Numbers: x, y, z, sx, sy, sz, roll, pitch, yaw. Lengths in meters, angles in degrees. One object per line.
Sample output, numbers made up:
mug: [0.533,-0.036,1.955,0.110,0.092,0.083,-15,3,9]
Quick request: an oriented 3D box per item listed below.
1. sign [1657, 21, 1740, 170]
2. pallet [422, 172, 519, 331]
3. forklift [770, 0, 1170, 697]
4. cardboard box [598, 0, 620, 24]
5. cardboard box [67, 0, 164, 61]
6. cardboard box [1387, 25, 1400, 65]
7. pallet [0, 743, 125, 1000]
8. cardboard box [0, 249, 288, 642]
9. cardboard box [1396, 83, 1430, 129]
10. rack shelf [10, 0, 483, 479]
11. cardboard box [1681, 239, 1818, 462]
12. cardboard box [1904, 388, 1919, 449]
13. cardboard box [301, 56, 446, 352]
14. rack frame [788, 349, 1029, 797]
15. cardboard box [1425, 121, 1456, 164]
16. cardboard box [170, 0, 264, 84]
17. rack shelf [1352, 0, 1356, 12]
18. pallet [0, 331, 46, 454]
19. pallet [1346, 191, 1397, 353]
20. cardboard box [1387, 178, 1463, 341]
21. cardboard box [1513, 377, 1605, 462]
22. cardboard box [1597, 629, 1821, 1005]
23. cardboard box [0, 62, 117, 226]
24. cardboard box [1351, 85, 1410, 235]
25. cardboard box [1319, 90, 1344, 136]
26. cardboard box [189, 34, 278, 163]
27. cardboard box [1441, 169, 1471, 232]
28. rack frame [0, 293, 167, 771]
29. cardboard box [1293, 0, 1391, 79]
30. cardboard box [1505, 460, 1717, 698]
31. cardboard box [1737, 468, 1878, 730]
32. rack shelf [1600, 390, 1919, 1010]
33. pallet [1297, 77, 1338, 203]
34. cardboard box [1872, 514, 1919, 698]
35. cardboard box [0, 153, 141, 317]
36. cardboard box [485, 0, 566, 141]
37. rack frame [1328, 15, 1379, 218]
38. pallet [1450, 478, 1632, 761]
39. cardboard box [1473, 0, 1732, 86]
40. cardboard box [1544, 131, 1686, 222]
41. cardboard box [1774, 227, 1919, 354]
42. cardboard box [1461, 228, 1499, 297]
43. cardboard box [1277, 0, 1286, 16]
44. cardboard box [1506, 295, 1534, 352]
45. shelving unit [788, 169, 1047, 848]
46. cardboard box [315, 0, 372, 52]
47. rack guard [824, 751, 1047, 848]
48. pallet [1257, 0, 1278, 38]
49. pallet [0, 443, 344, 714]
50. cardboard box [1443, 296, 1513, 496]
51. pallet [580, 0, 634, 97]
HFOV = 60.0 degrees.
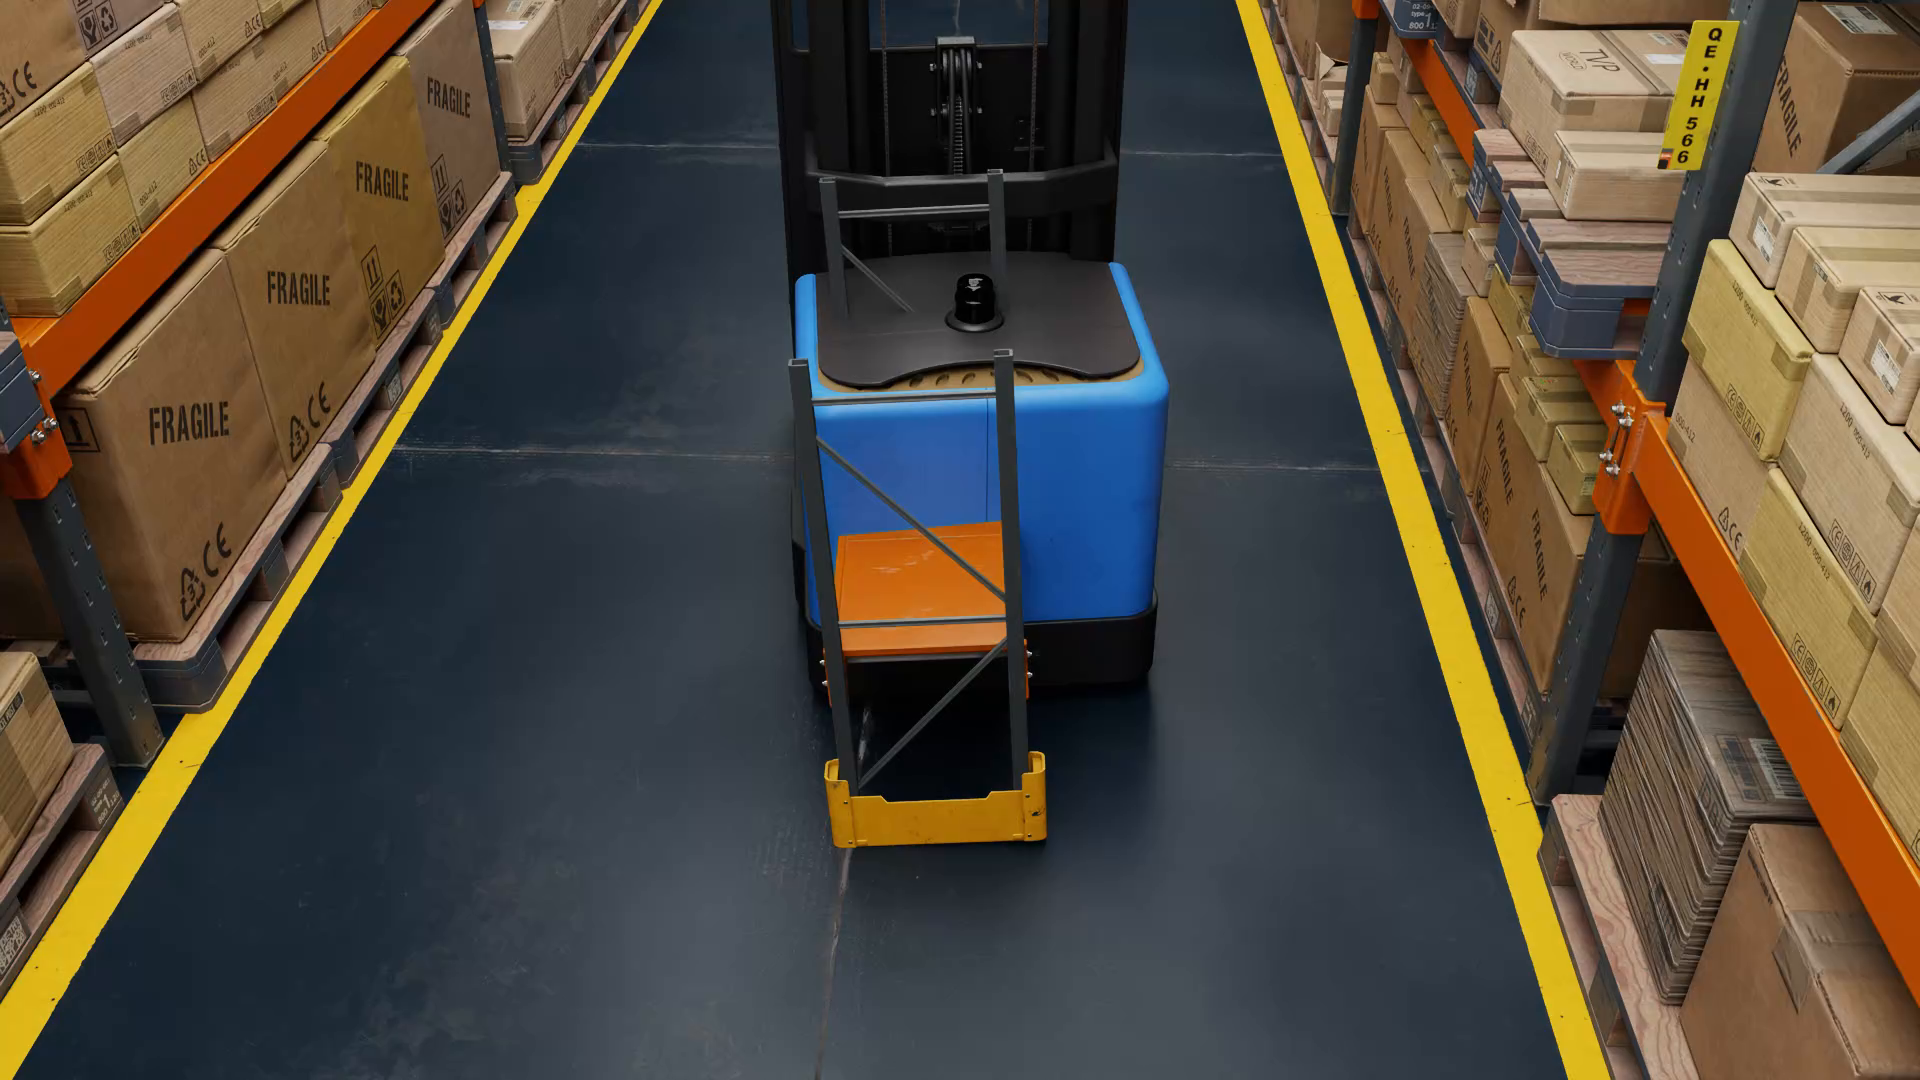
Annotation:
sign: [1.575,-0.944,3.547,0.100,0.325,0.005,1,35,2]
pallet: [-2.637,-1.320,7.445,1.003,0.211,1.213,1,35,2]
forklift: [-0.054,-1.559,5.420,1.130,2.935,3.031,-3,35,-4]
cardboard box: [-2.476,-3.421,9.871,0.875,0.438,0.875,2,35,3]
cardboard box: [-2.567,-1.621,4.492,0.500,0.500,0.500,1,35,2]
cardboard box: [2.059,-2.129,7.156,0.380,0.149,0.250,1,35,1]
pallet: [-2.875,0.982,4.170,1.003,0.211,1.213,1,35,2]
cardboard box: [-2.731,-0.306,5.059,0.875,0.875,0.875,1,35,1]
cardboard box: [2.064,-1.848,7.015,0.380,0.149,0.250,0,35,1]
rack shelf: [-2.762,-1.463,5.849,1.077,0.370,4.000,1,35,2]
cardboard box: [1.831,-0.390,3.392,0.500,0.250,0.500,1,35,2]
cardboard box: [1.819,-0.174,2.737,0.380,0.149,0.250,2,35,2]
cardboard box: [-2.655,-1.332,6.519,0.875,0.875,0.875,2,35,3]
rack frame: [-0.093,0.206,4.130,0.500,1.500,0.032,-2,35,2]
cardboard box: [2.068,-1.542,6.580,0.380,0.149,0.250,1,35,1]
cardboard box: [-2.521,-1.620,5.142,0.500,0.250,0.500,1,35,2]
rack shelf: [2.359,-3.649,8.959,1.077,0.370,4.000,1,35,2]
pallet: [-2.764,-0.118,3.476,1.213,0.211,1.003,1,35,2]
pallet: [2.284,-1.185,7.252,1.003,0.211,1.213,1,35,2]
cardboard box: [1.998,-1.078,6.483,0.500,0.500,0.500,0,35,0]
cardboard box: [1.865,-0.357,4.894,0.380,0.149,0.250,0,35,-1]
cardboard box: [2.079,0.662,3.899,0.875,0.625,0.625,2,35,3]
cardboard box: [-2.575,-1.037,4.312,0.500,0.250,0.500,1,35,2]
cardboard box: [2.034,-1.670,7.327,0.500,0.500,0.500,3,35,4]
cardboard box: [2.008,-2.126,8.281,0.380,0.149,0.250,0,35,0]
cardboard box: [-2.541,-1.419,5.291,0.500,0.250,0.500,2,35,3]
cardboard box: [2.009,-1.257,6.174,0.380,0.149,0.250,3,35,4]
rack frame: [-2.842,-0.608,4.007,1.000,3.000,0.127,1,35,2]
cardboard box: [2.205,-2.805,8.942,0.700,0.500,0.500,0,35,0]
cardboard box: [1.920,0.107,4.797,0.500,0.500,0.500,2,35,3]
cardboard box: [1.831,0.104,3.124,0.500,0.250,0.500,1,35,1]
rack shelf: [2.038,0.948,2.419,1.077,0.370,4.000,1,35,2]
pallet: [2.307,-2.048,8.480,1.003,0.211,1.213,1,35,2]
cardboard box: [1.796,0.198,2.555,0.500,0.250,0.500,0,35,1]
cardboard box: [-2.571,-0.822,4.442,0.500,0.250,0.500,1,35,1]
cardboard box: [-2.549,-2.388,8.402,0.875,0.438,0.875,1,35,1]
rack frame: [2.279,-2.794,7.117,1.000,3.000,0.127,1,35,2]
pallet: [2.186,0.217,5.258,1.003,0.211,1.213,1,35,2]
cardboard box: [1.999,-1.652,5.037,0.797,0.503,0.637,1,35,1]
cardboard box: [1.761,-0.951,4.348,0.380,0.149,0.250,2,35,3]
cardboard box: [1.801,-0.472,3.162,0.380,0.149,0.250,2,35,3]
cardboard box: [1.966,-0.961,5.753,0.380,0.149,0.250,0,35,0]
cardboard box: [2.247,-3.402,9.790,0.700,0.500,0.500,3,35,4]
cardboard box: [1.975,-0.658,5.323,0.380,0.149,0.250,2,35,3]
shelving unit: [-0.094,-0.092,4.553,0.587,1.500,1.083,-2,35,2]
cardboard box: [-2.508,-1.999,6.117,0.500,0.250,0.500,0,35,1]
rack guard: [-0.061,0.705,4.506,0.587,0.250,0.087,-2,35,2]
pallet: [2.405,-3.449,10.475,1.003,0.211,1.213,1,35,2]
pallet: [-2.735,0.081,5.451,1.003,0.211,1.213,1,35,2]
cardboard box: [1.969,-0.481,5.634,0.500,0.500,0.500,3,35,4]
pallet: [-2.526,-2.903,9.698,1.003,0.211,1.213,1,35,2]
